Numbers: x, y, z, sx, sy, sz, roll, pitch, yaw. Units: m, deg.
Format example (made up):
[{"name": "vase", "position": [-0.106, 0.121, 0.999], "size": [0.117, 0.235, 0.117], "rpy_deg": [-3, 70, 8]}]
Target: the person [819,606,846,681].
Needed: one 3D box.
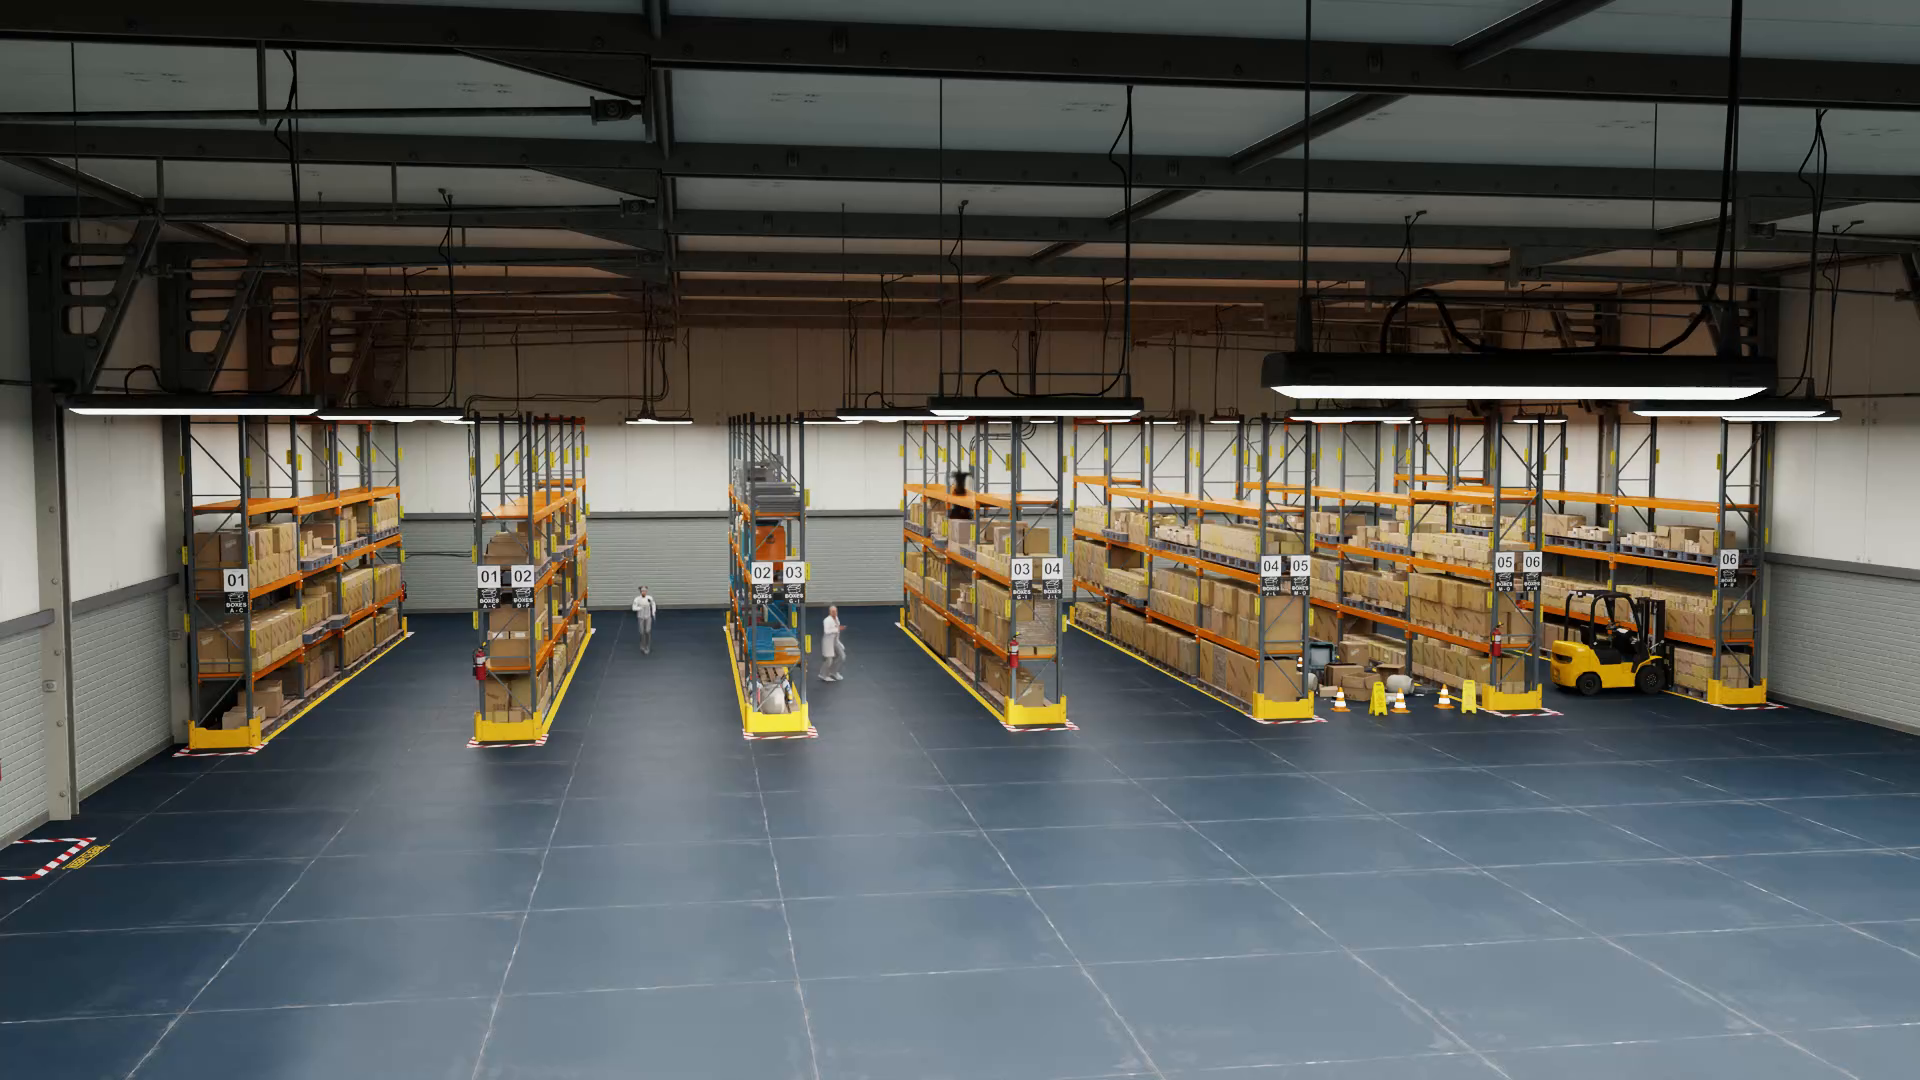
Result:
[{"name": "person", "position": [-2.889, 2.343, 37.203], "size": [0.938, 1.740, 0.665], "rpy_deg": [3, 5, 40]}]

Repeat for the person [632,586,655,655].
[{"name": "person", "position": [-8.005, 2.009, 42.112], "size": [0.563, 1.740, 0.846], "rpy_deg": [-1, 4, -10]}]
